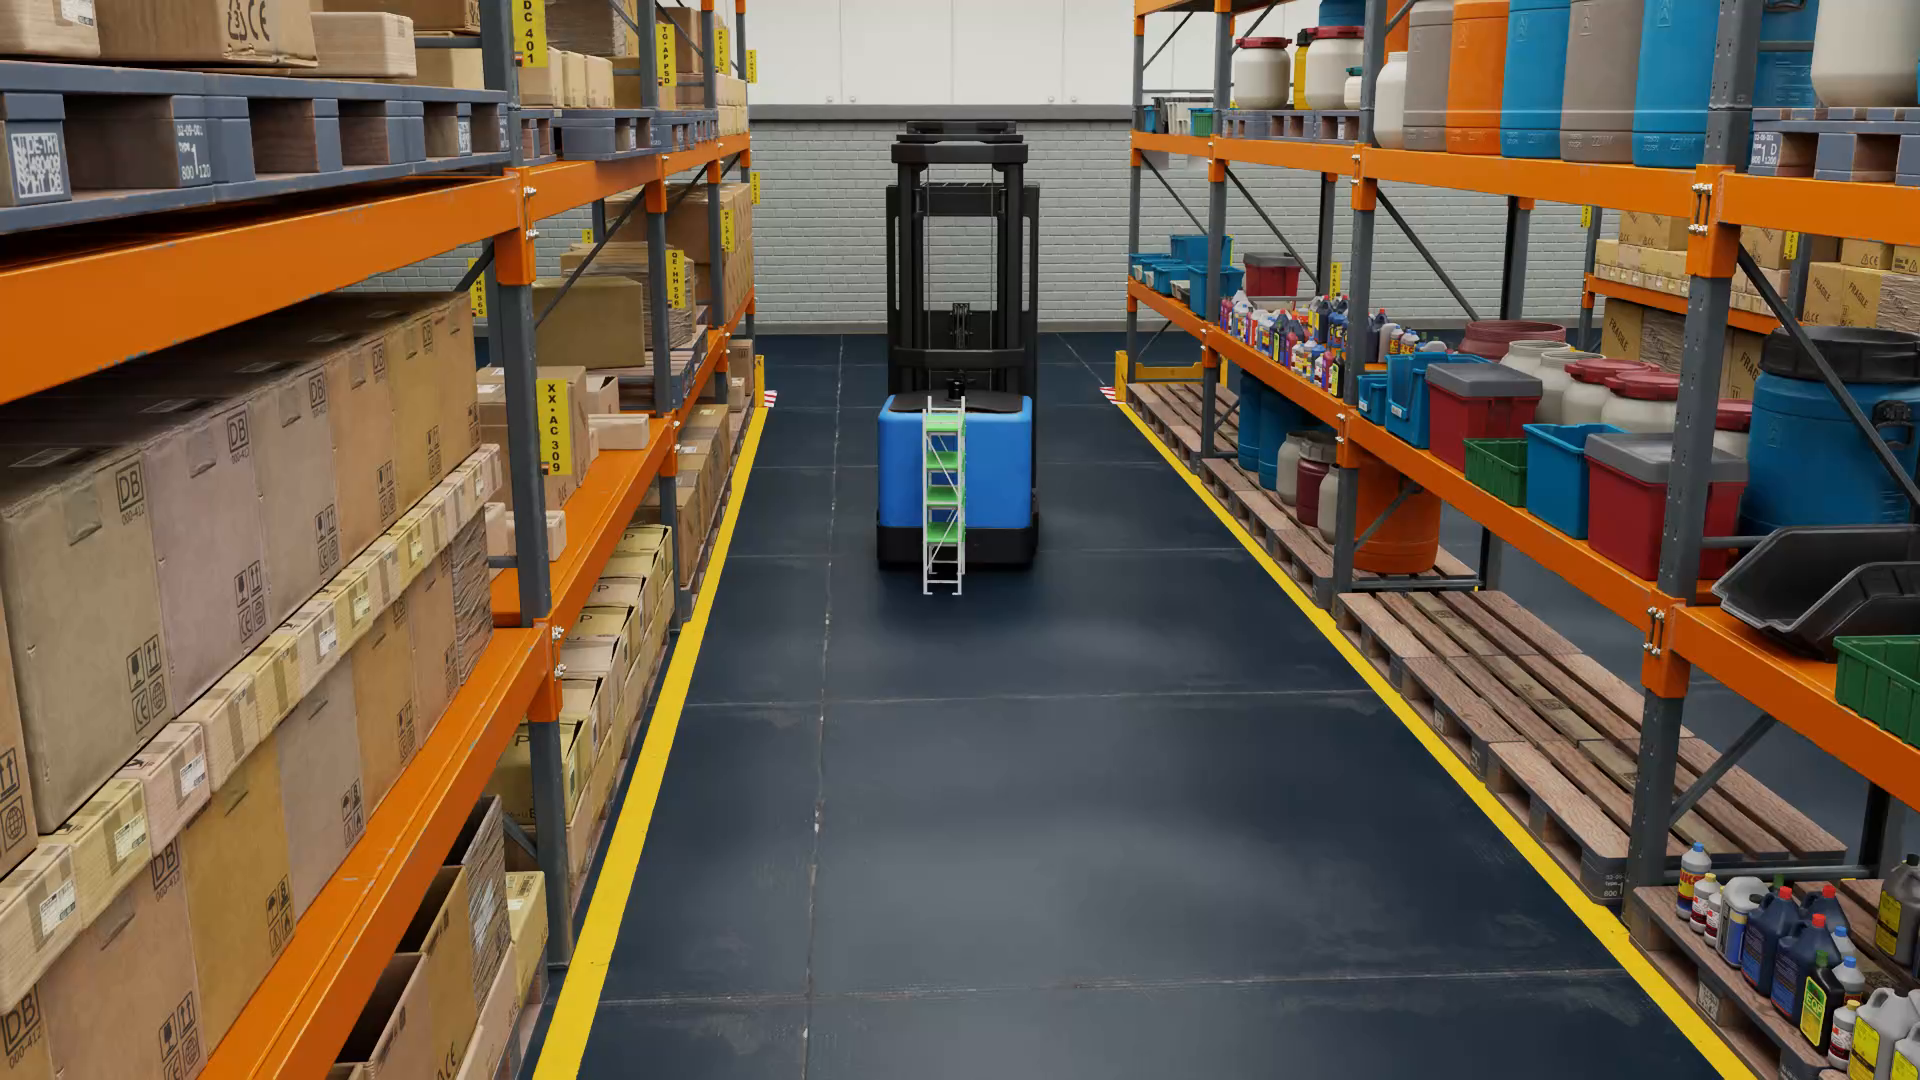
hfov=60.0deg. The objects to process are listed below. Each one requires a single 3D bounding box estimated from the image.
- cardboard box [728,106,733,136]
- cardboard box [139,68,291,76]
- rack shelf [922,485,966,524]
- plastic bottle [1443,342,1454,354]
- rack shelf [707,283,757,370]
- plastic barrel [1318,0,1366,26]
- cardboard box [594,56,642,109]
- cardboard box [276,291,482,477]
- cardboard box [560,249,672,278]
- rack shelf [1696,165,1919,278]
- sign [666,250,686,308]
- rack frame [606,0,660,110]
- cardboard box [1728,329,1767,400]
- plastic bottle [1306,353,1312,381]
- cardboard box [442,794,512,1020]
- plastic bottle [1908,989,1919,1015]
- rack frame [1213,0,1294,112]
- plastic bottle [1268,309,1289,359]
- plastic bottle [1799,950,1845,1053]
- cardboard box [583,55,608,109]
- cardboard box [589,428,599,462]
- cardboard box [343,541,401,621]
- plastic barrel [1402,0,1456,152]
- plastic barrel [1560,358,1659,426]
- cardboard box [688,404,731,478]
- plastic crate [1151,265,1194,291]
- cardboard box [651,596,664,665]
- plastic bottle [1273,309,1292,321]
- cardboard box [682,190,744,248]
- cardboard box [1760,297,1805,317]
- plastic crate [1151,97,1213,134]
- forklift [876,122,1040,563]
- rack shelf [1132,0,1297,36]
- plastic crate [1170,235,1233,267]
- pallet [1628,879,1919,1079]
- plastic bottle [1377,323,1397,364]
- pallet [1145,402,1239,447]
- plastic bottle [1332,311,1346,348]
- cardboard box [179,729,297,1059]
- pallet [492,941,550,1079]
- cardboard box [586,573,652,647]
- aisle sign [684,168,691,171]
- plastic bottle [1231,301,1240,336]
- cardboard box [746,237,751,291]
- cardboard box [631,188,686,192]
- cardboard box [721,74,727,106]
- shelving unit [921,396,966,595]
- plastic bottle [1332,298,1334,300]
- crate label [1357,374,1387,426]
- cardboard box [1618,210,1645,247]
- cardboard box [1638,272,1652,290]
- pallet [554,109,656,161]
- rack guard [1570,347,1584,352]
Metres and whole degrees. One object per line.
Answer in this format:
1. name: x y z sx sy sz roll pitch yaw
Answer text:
1. cardboard box: -2.252 -3.655 14.494 0.500 0.250 0.500 -1 14 -3
2. cardboard box: -1.940 -1.274 3.609 0.797 0.503 0.637 1 14 3
3. rack shelf: -0.101 -0.232 10.777 0.258 0.148 0.480 1 14 3
4. plastic bottle: 3.101 -1.121 10.598 0.061 0.283 0.133 -1 14 -3
5. rack shelf: -2.536 -2.051 15.421 1.077 0.370 4.000 -1 14 -3
6. plastic barrel: 2.790 -3.454 11.562 0.600 0.901 0.708 -1 14 -3
7. cardboard box: -2.225 -2.516 9.565 0.910 0.500 0.500 -1 14 -3
8. cardboard box: -1.883 -0.479 5.062 0.700 0.500 0.500 -1 14 -3
9. cardboard box: -2.500 -1.862 12.201 0.700 0.500 0.500 1 14 5
10. rack shelf: 3.151 -0.595 3.741 1.077 0.370 4.000 -1 14 -3
11. sign: -1.611 -1.477 9.424 0.100 0.325 0.005 -1 14 -3
12. rack frame: -2.164 -3.812 8.784 1.000 3.000 0.127 -1 14 -3
13. cardboard box: 7.514 -1.393 14.844 0.875 0.875 0.875 -1 14 -3
14. plastic bottle: 2.308 -1.139 10.833 0.097 0.201 0.097 0 14 0
15. cardboard box: -1.650 1.089 4.943 0.500 0.500 0.500 -1 14 -3
16. plastic bottle: 2.848 1.470 4.878 0.152 0.276 0.135 -1 14 -3
17. rack frame: 2.532 -4.883 12.944 1.000 3.000 0.127 -1 14 -3
18. plastic bottle: 2.270 -1.456 11.765 0.144 0.351 0.185 -1 14 -3
19. plastic bottle: 2.644 1.411 5.093 0.061 0.283 0.133 0 14 -1
20. cardboard box: -2.030 -2.248 8.183 0.500 0.250 0.500 0 14 -2
21. cardboard box: -2.029 -0.469 8.333 0.380 0.149 0.250 0 14 1
22. cardboard box: -1.609 0.105 4.094 0.380 0.149 0.250 0 14 -2
23. plastic barrel: 2.614 -2.470 8.582 0.600 0.901 0.600 0 14 0
24. plastic barrel: 3.115 -0.585 8.007 0.433 0.535 0.433 0 14 0
25. cardboard box: -2.096 -0.786 13.195 0.500 0.500 0.500 -1 14 -4
26. plastic crate: 2.052 -2.526 16.040 0.416 0.233 0.300 -1 14 -3
27. cardboard box: -1.853 0.477 8.830 0.500 0.250 0.500 -1 14 -4
28. plastic bottle: 2.389 -1.568 12.351 0.152 0.276 0.135 -1 14 -3
29. cardboard box: -2.257 -2.940 15.228 0.500 0.500 0.500 0 14 -2
30. cardboard box: 7.130 -2.003 14.295 0.380 0.149 0.250 -1 14 -3
31. plastic crate: 2.104 -4.010 15.698 0.504 0.338 0.767 -1 14 -3
32. forklift: 0.031 -1.576 12.268 1.130 2.935 3.031 1 14 3
33. rack shelf: 2.408 -4.838 15.016 1.077 0.370 4.000 -1 14 -3
34. plastic crate: 2.491 -2.938 17.233 0.616 0.435 0.499 -1 14 -3
35. pallet: 3.028 1.530 5.654 1.003 0.211 1.213 -1 14 -3
36. plastic bottle: 2.990 -1.380 11.619 0.152 0.276 0.135 -1 14 -3
37. pallet: 2.369 -1.113 15.929 1.003 0.211 1.213 -1 14 -3
38. plastic bottle: 2.818 -1.566 12.350 0.097 0.271 0.097 0 14 0
39. cardboard box: -1.747 0.664 3.226 0.700 0.500 0.500 -1 14 -3
40. pallet: -1.909 1.637 5.241 1.003 0.211 1.213 -1 14 -3
41. cardboard box: -1.819 0.331 8.270 0.500 0.311 0.500 -1 14 -4
42. aisle sign: -2.957 -4.168 16.989 0.394 0.787 0.004 -1 14 -3
43. plastic bottle: 2.168 -1.731 12.994 0.097 0.271 0.097 0 14 0
44. cardboard box: -2.325 -2.709 16.334 0.500 0.500 0.500 -1 14 -3
45. cardboard box: -2.830 -3.060 15.694 0.500 0.500 0.500 -1 14 -3
46. cardboard box: -2.227 -3.773 13.949 0.500 0.250 0.500 -1 14 -3
47. shelving unit: -0.101 -0.294 10.761 0.258 1.200 0.503 1 14 3
48. plastic bottle: 2.939 -1.771 13.123 0.061 0.283 0.133 -1 14 -3
49. crate label: 2.432 -0.791 9.416 0.303 0.233 0.416 -1 14 -3
50. cardboard box: 7.019 -3.235 16.780 0.500 0.500 0.500 -1 14 -5
51. cardboard box: 6.986 -2.578 16.530 0.380 0.149 0.250 -1 14 -5
52. pallet: -1.961 -1.823 7.450 1.003 0.211 1.213 0 14 -1
53. rack guard: 7.226 -1.844 18.190 1.175 0.500 0.348 -1 14 -3
